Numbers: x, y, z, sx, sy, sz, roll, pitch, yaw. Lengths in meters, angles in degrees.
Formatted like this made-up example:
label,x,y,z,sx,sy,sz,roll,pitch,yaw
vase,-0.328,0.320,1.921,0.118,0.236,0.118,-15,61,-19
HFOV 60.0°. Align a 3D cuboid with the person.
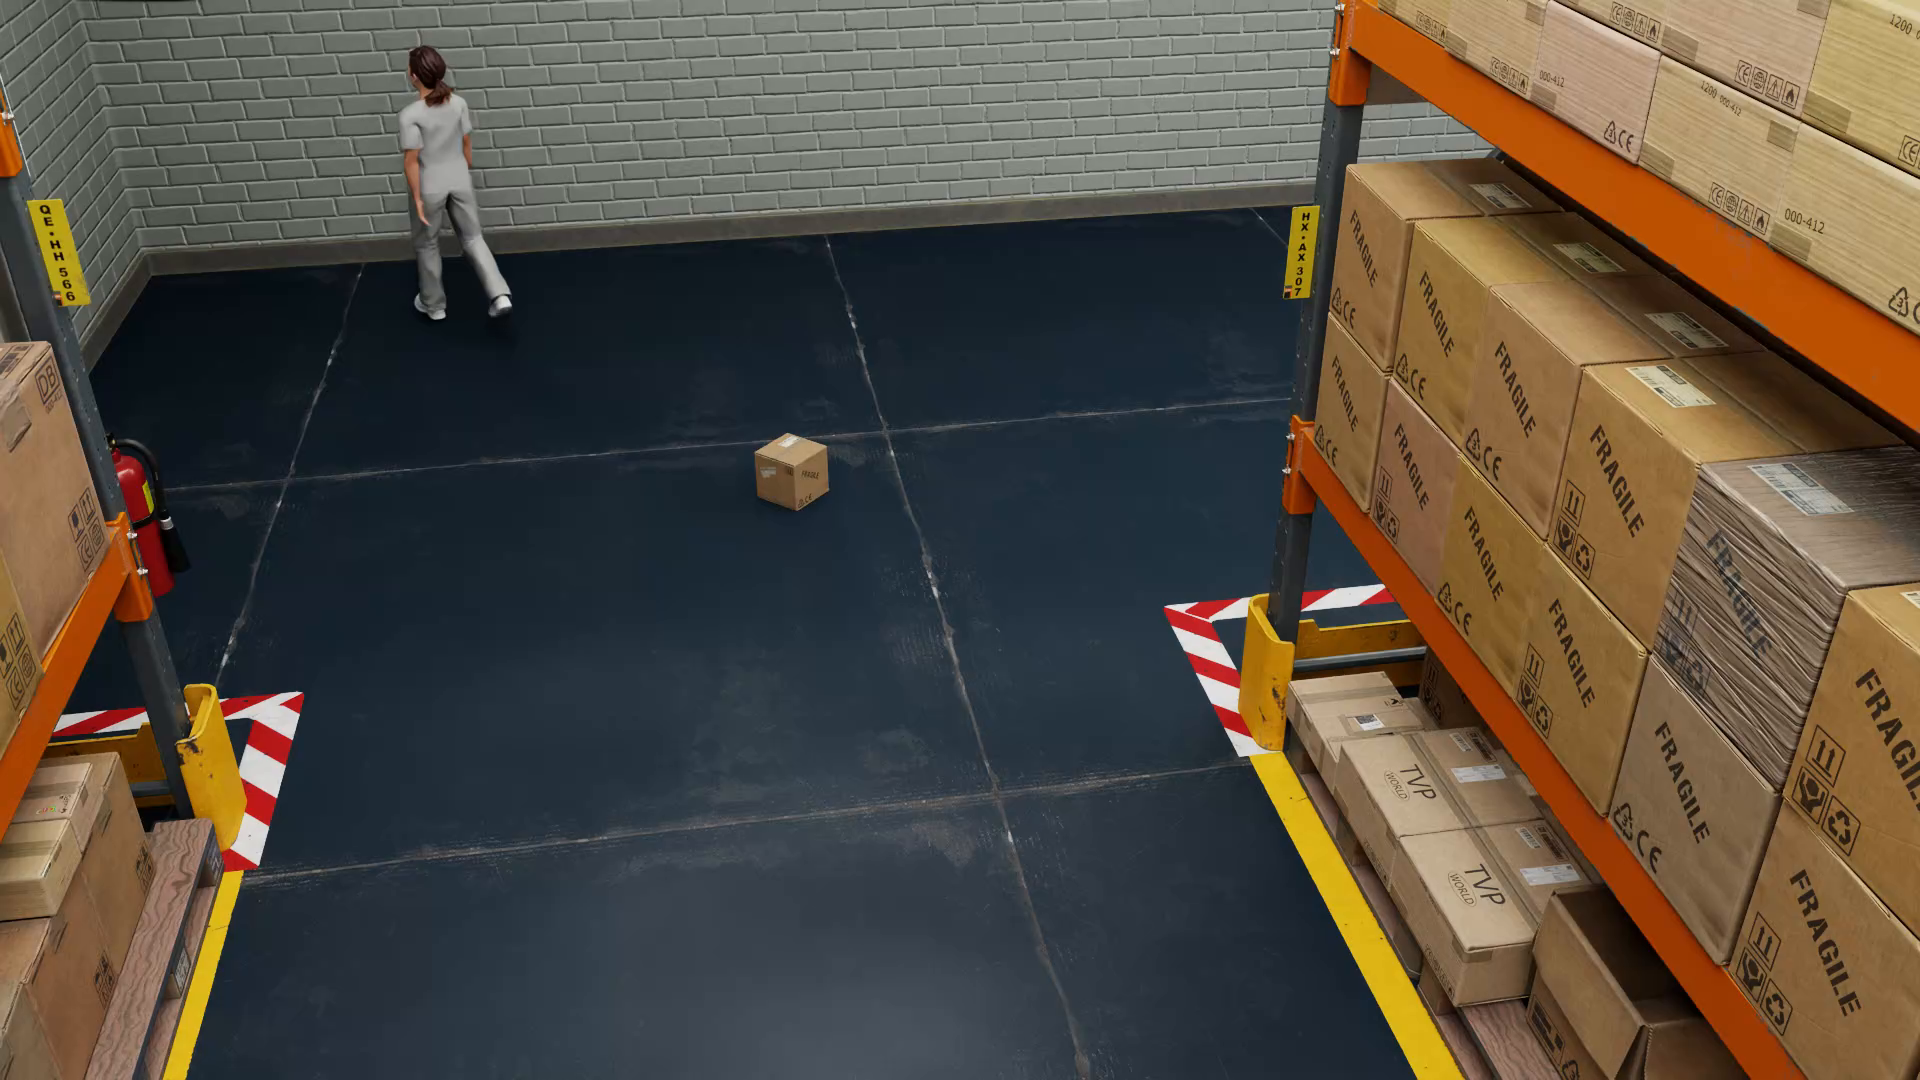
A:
label,x,y,z,sx,sy,sz,roll,pitch,yaw
person,-2.965,-2.002,9.485,0.440,1.643,0.835,-22,37,-32
